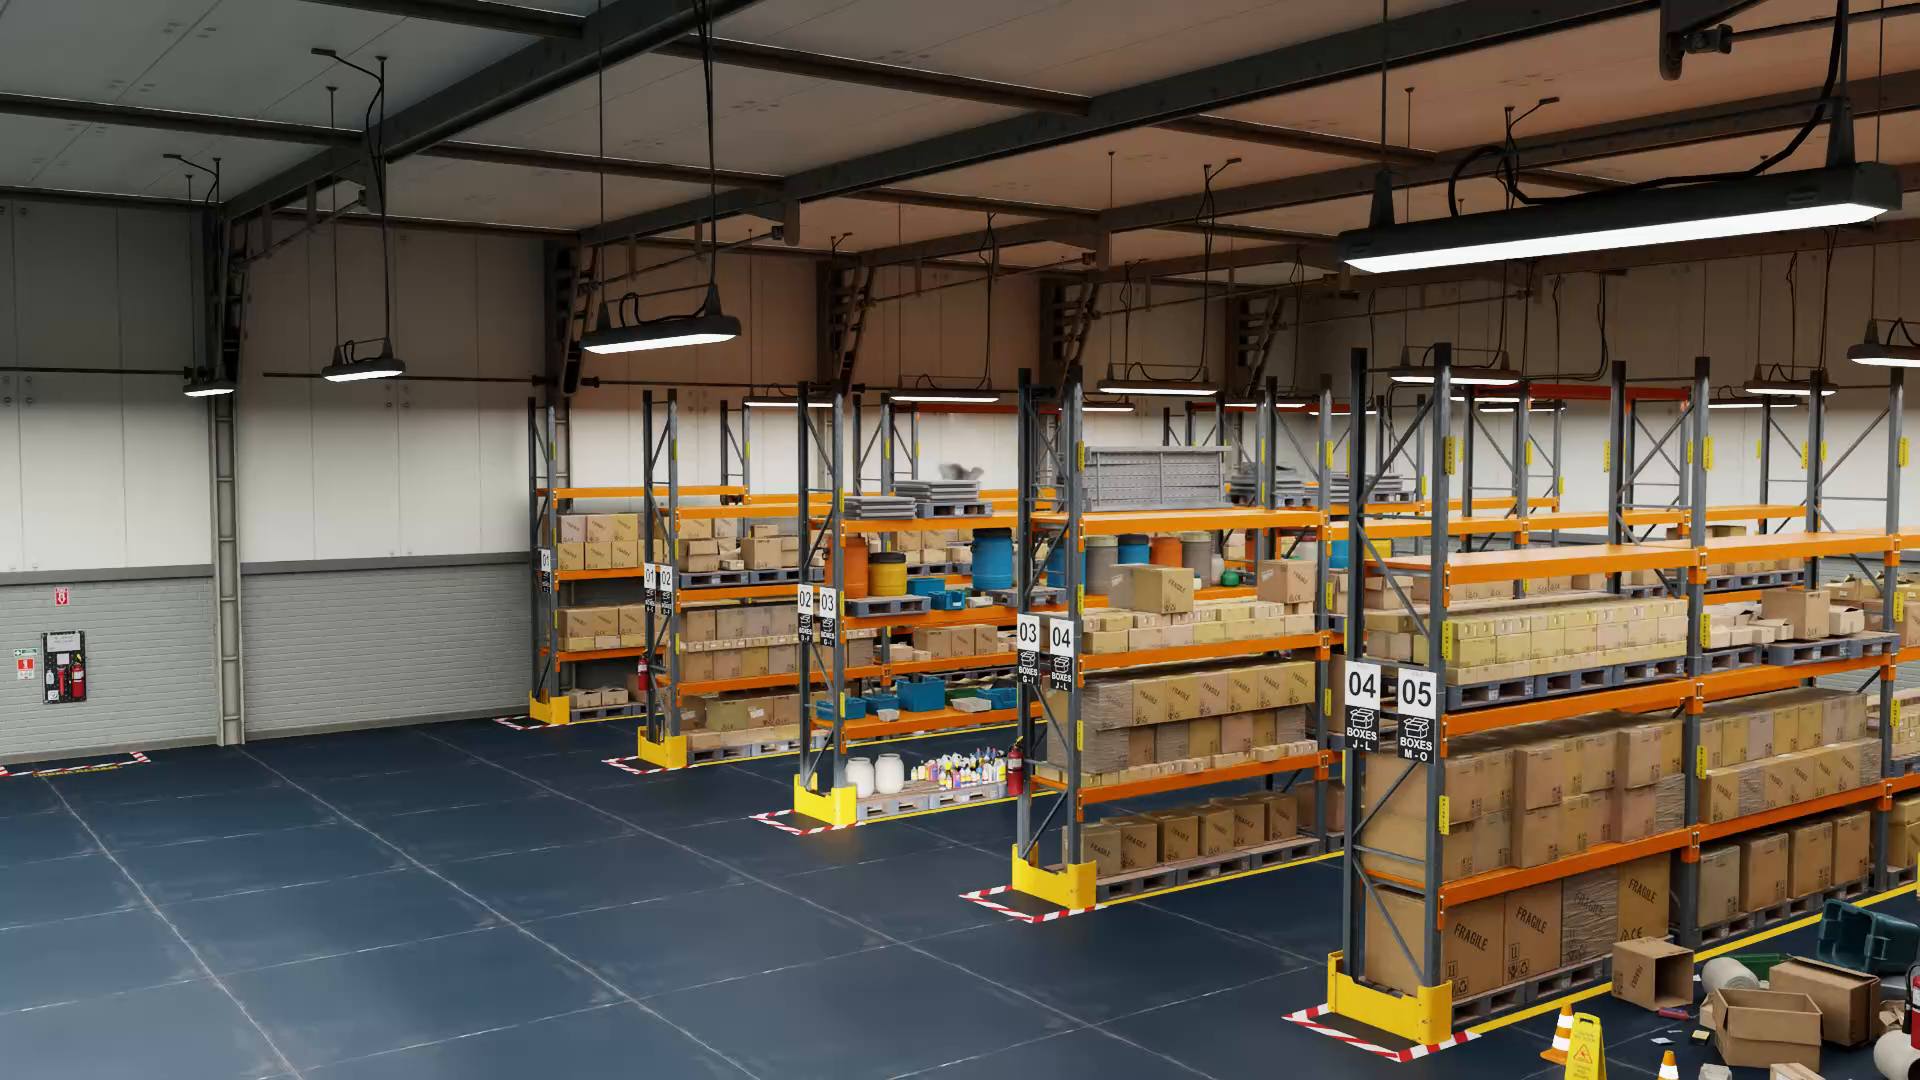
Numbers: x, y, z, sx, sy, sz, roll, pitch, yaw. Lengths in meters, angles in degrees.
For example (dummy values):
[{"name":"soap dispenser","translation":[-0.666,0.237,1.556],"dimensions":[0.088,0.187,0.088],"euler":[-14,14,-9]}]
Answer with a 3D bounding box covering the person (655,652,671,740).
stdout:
[{"name":"person","translation":[-4.987,2.535,28.923],"dimensions":[0.900,1.802,0.671],"euler":[-3,4,-40]}]
